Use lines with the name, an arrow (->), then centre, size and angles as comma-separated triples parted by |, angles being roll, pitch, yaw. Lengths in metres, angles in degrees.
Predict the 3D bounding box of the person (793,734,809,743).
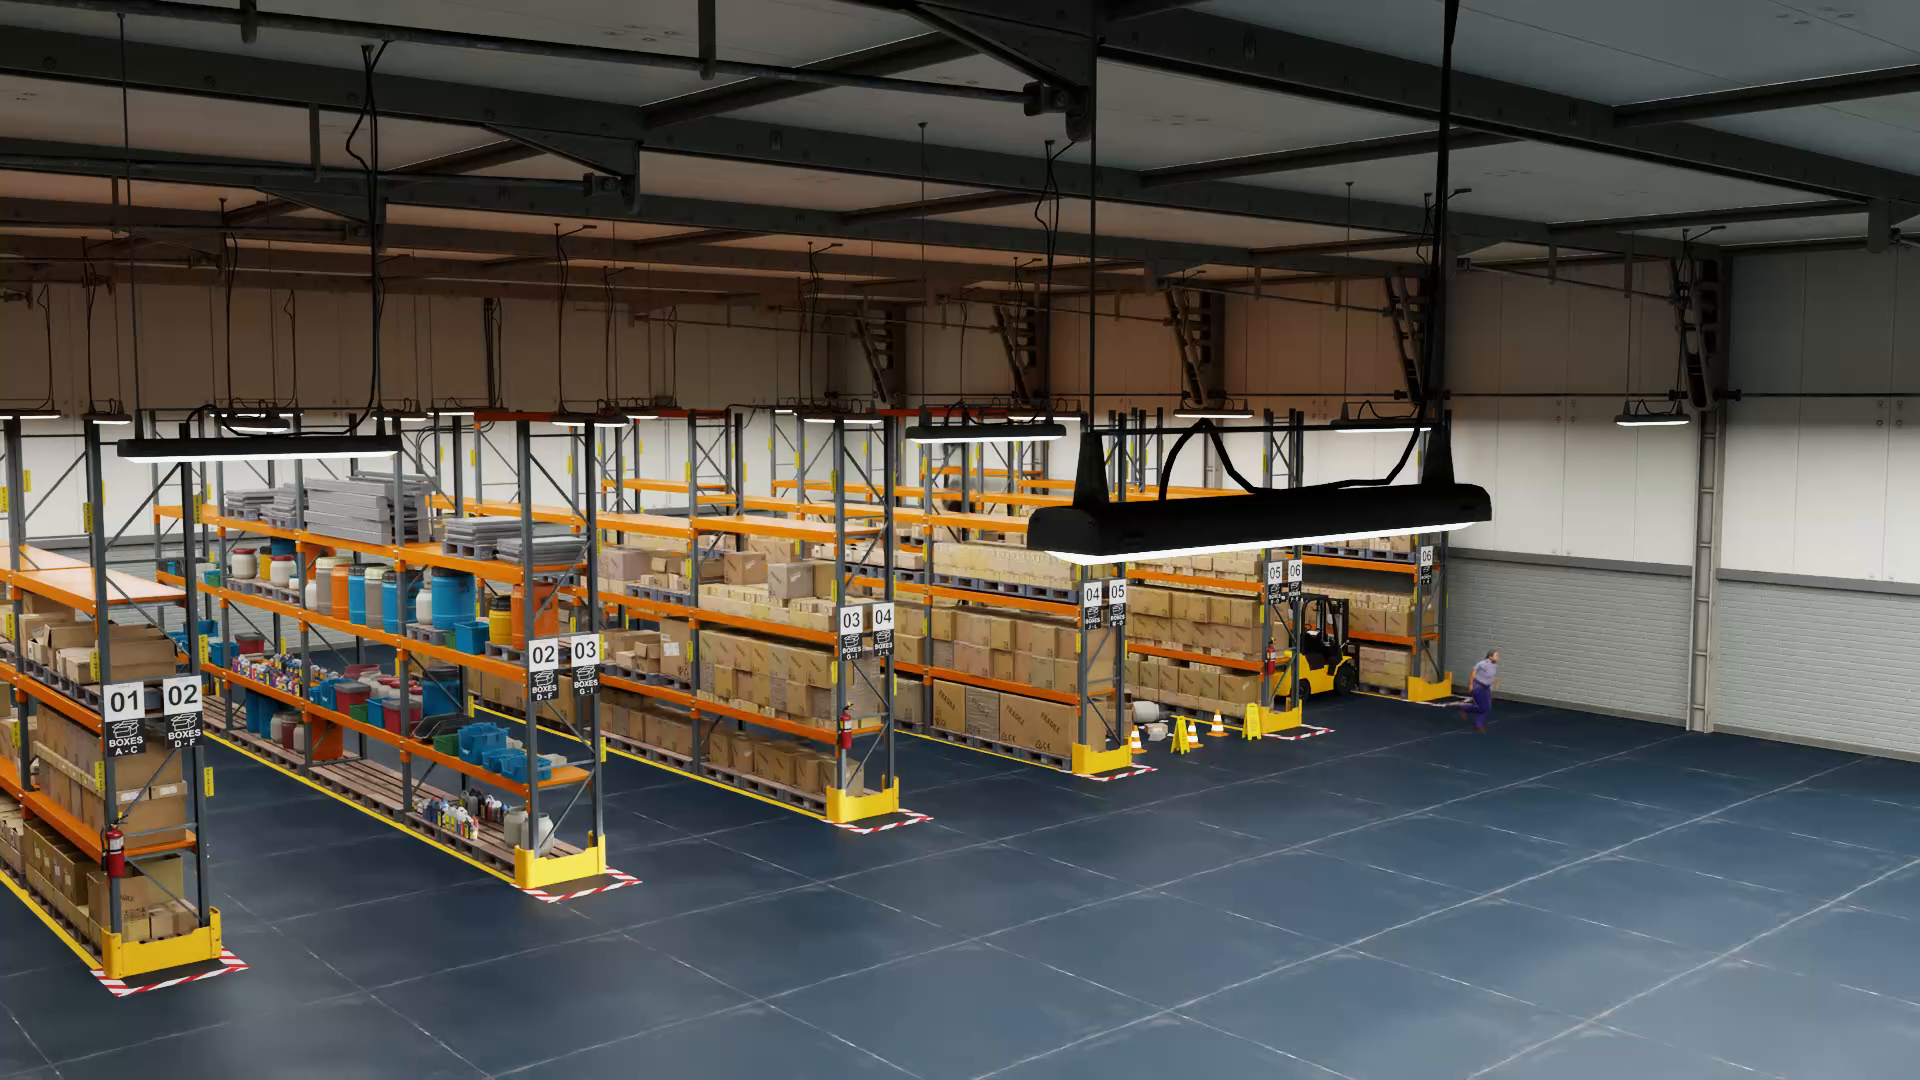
person -> -2.665, 2.967, 29.982 | 0.849, 1.472, 0.602 | 2, 6, 26

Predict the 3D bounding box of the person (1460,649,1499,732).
person -> 9.781, 2.830, 31.299 | 0.708, 1.575, 0.599 | 4, 6, 38
